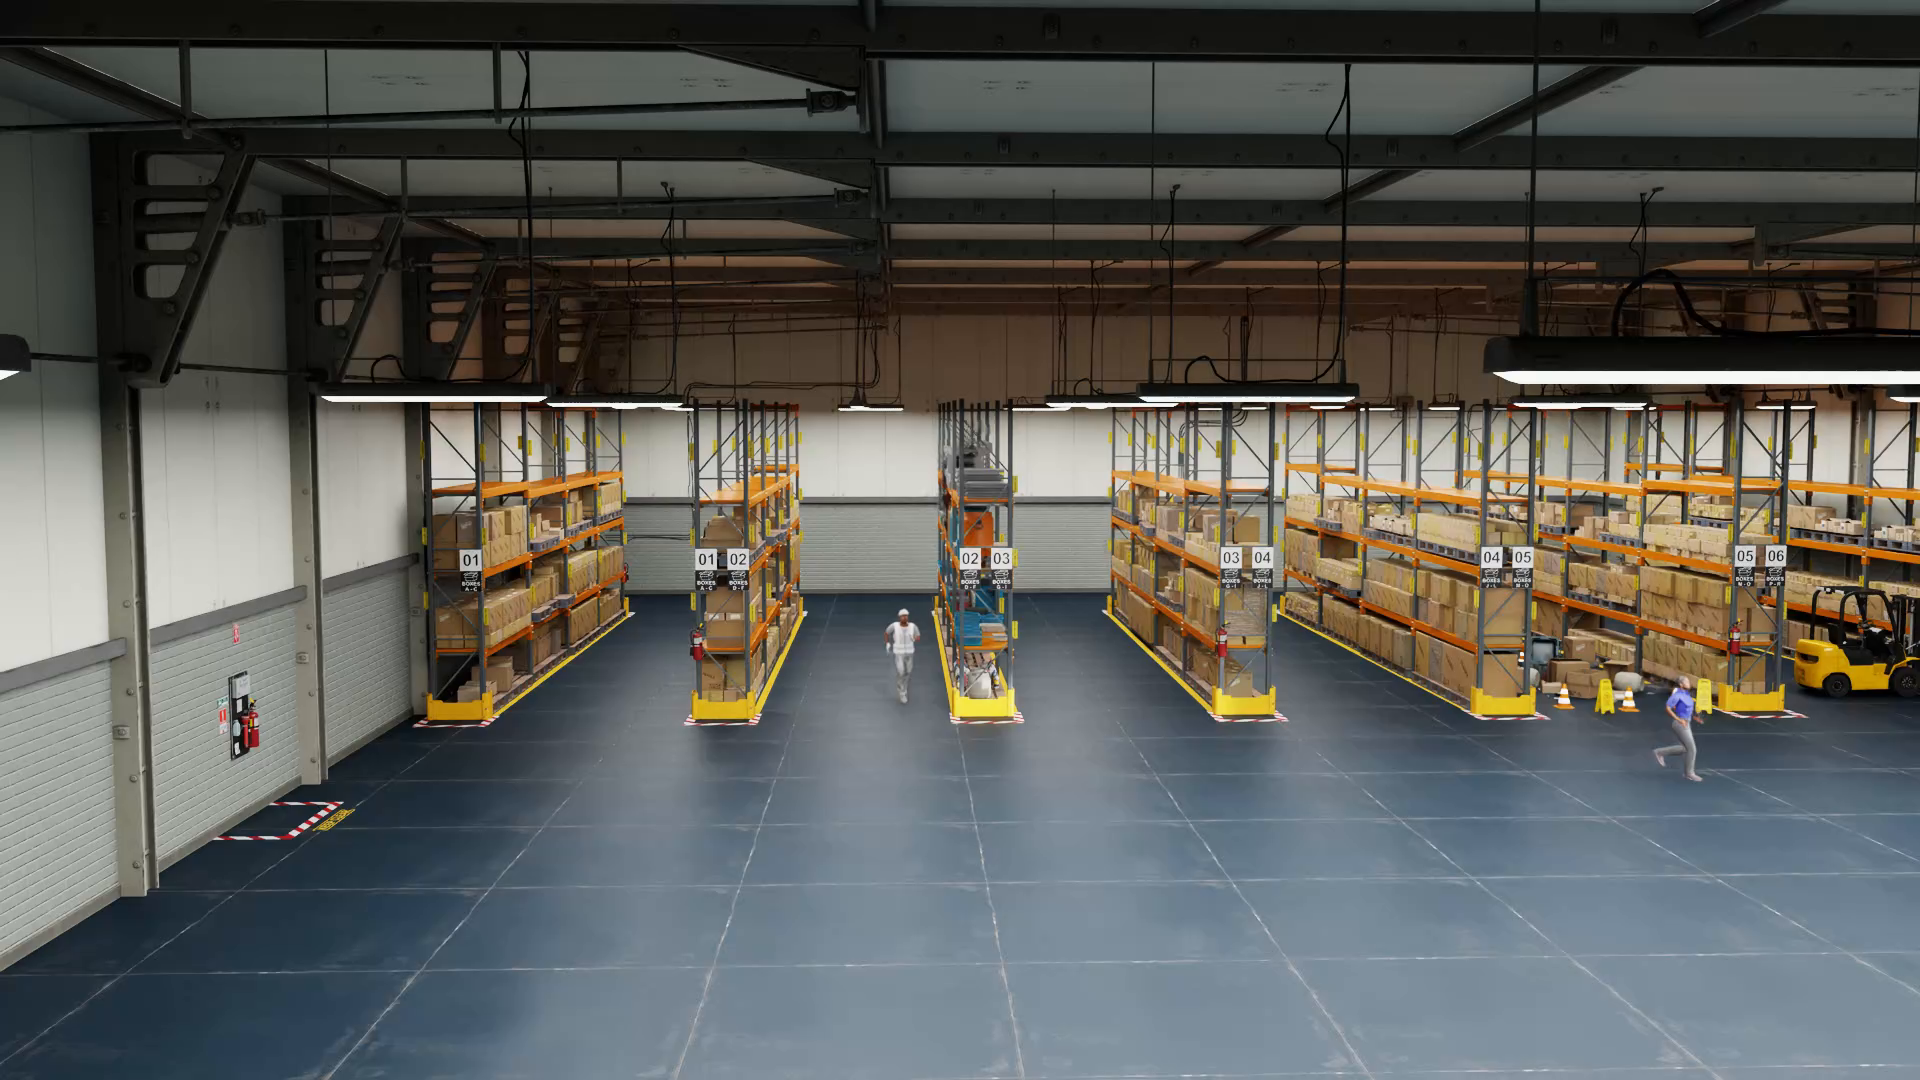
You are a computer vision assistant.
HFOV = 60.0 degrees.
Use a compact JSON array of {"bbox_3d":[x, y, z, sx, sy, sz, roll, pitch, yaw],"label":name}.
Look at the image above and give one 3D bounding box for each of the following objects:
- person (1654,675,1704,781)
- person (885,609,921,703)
[{"bbox_3d":[11.307,2.940,26.142,0.738,1.643,0.577,3,6,38],"label":"person"},{"bbox_3d":[-1.126,2.287,33.261,0.671,1.819,0.897,-1,5,-17],"label":"person"}]
